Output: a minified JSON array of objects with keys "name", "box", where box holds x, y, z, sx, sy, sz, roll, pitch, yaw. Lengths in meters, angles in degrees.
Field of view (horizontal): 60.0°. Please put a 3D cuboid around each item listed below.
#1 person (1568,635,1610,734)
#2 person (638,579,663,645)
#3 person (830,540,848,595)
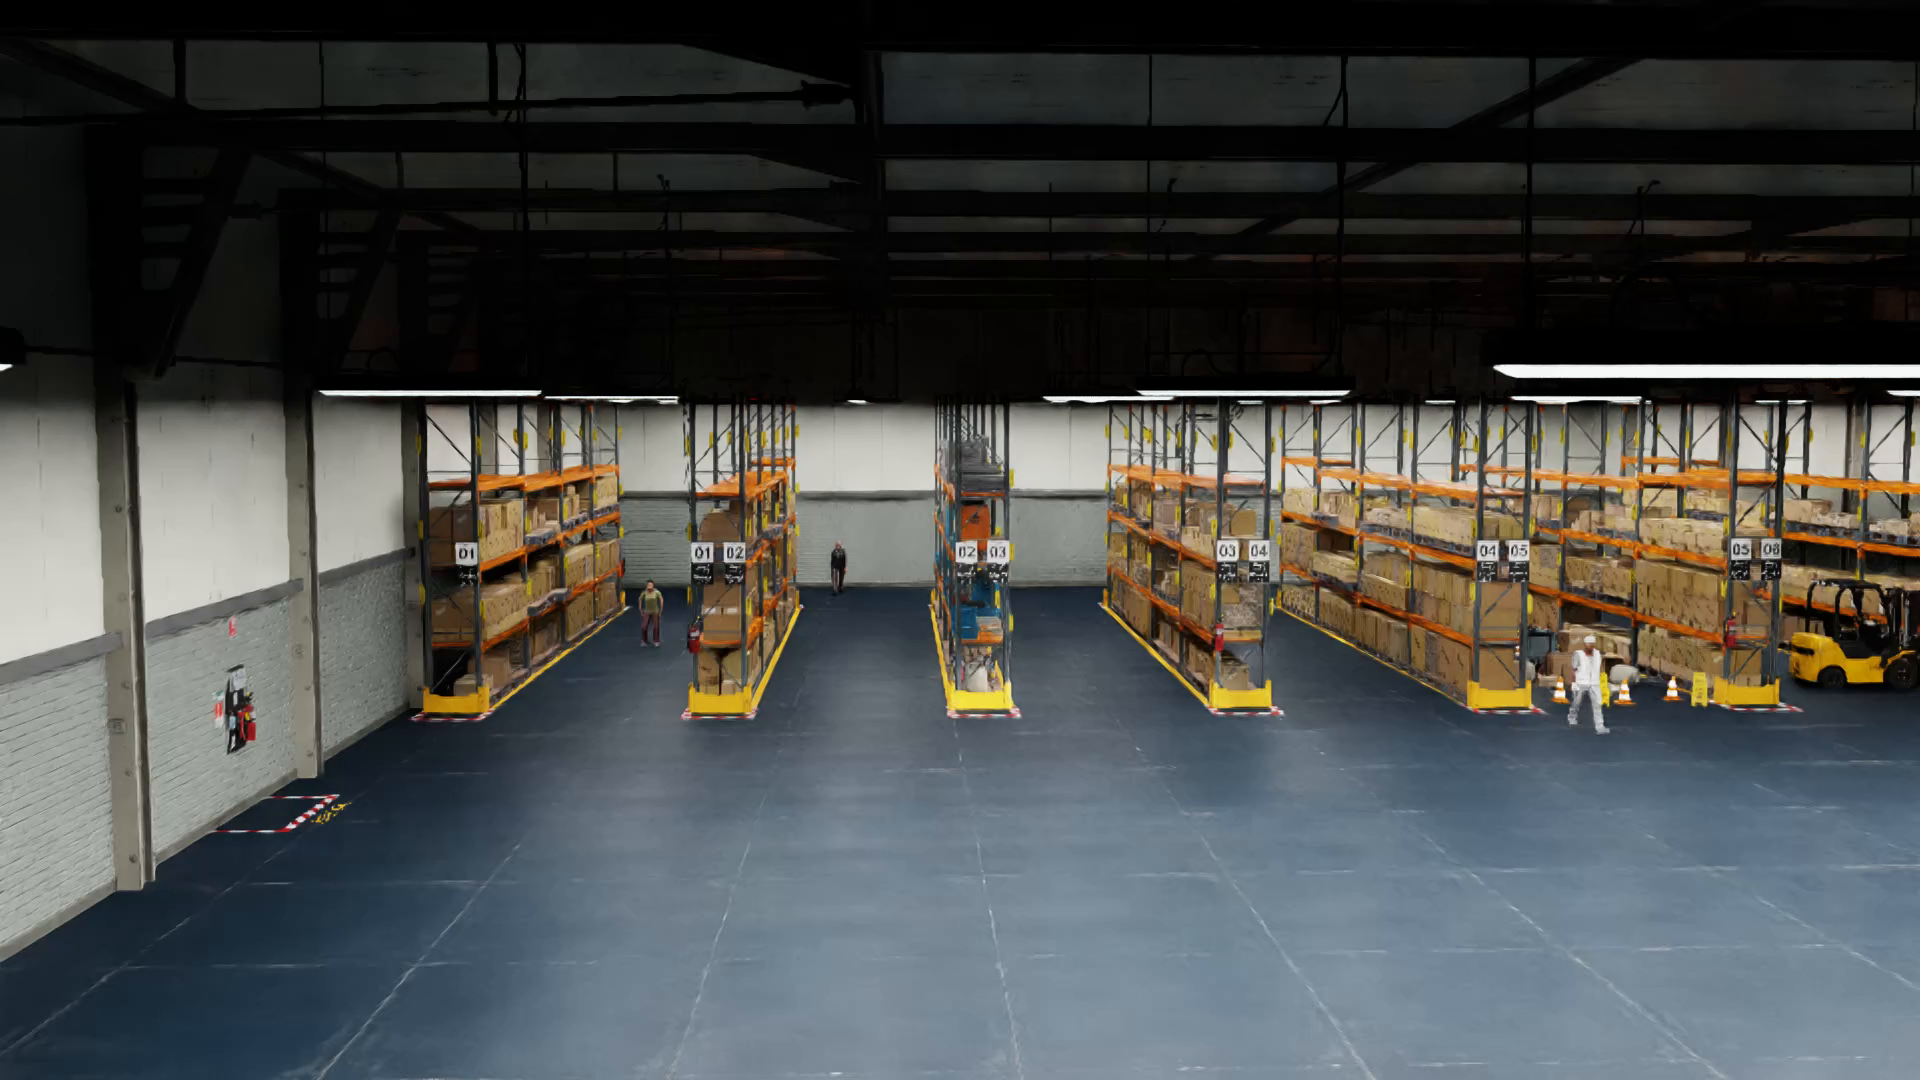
[{"name":"person","box":[11.048,2.512,29.290,0.566,1.706,1.122,0,5,0]},{"name":"person","box":[-7.403,1.732,39.843,0.598,1.619,0.507,0,5,-5]},{"name":"person","box":[-3.688,0.824,50.774,0.543,1.649,1.119,0,5,-4]}]
